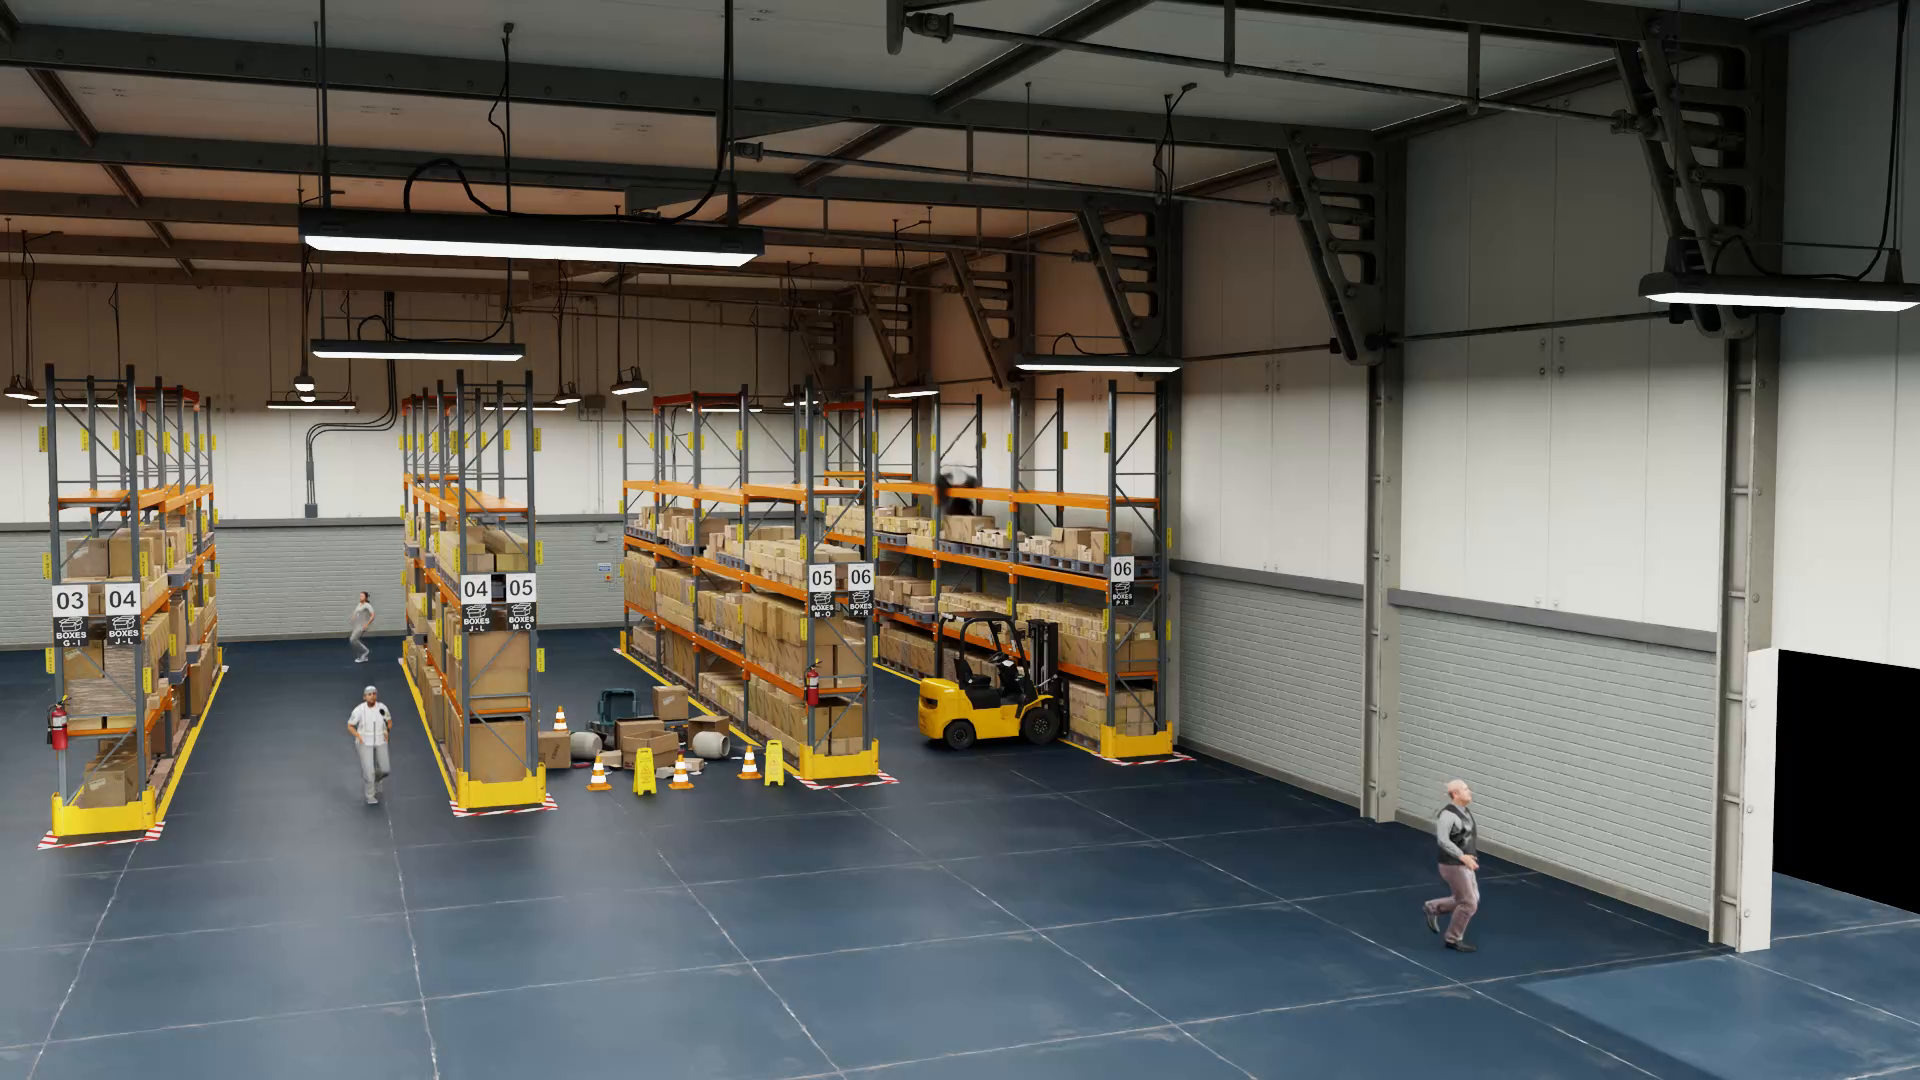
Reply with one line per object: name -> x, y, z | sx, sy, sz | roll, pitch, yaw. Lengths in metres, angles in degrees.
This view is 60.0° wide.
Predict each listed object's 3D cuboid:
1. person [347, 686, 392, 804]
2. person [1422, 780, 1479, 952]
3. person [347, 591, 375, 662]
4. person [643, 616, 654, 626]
person -> -8.201, 2.838, 23.158 | 0.608, 1.618, 0.572 | -2, 4, -34
person -> 4.865, 3.201, 16.487 | 0.600, 1.677, 0.690 | 2, 4, 29
person -> -13.654, 1.982, 37.843 | 0.636, 1.627, 0.515 | 3, 4, 40
person -> -7.656, 1.769, 41.153 | 0.792, 1.778, 0.729 | 1, 3, 11
